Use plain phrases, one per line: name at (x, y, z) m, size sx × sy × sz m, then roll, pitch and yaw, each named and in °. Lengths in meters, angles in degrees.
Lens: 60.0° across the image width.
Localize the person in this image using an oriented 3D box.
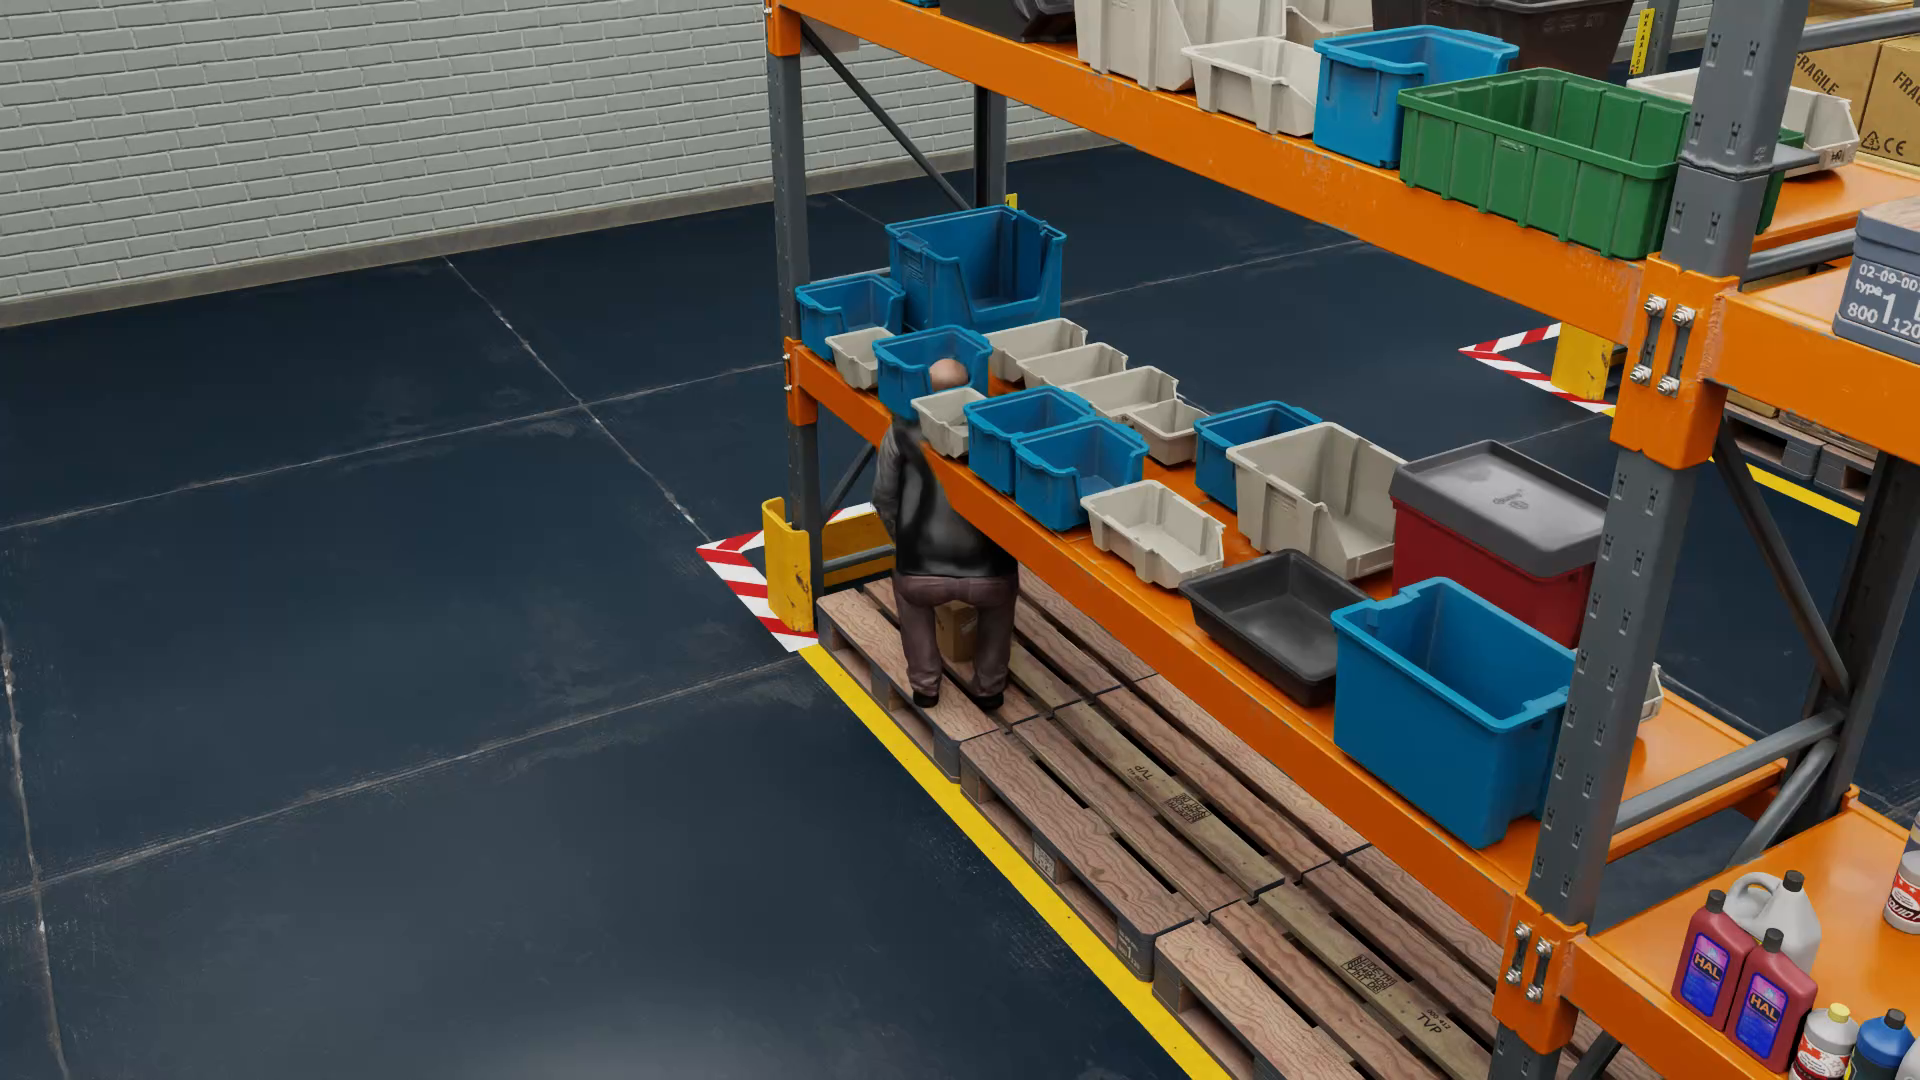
person at (-0.045, 0.066, 6.244) m, size 0.584 × 1.154 × 0.782 m, roll 1°, pitch 29°, yaw 2°
